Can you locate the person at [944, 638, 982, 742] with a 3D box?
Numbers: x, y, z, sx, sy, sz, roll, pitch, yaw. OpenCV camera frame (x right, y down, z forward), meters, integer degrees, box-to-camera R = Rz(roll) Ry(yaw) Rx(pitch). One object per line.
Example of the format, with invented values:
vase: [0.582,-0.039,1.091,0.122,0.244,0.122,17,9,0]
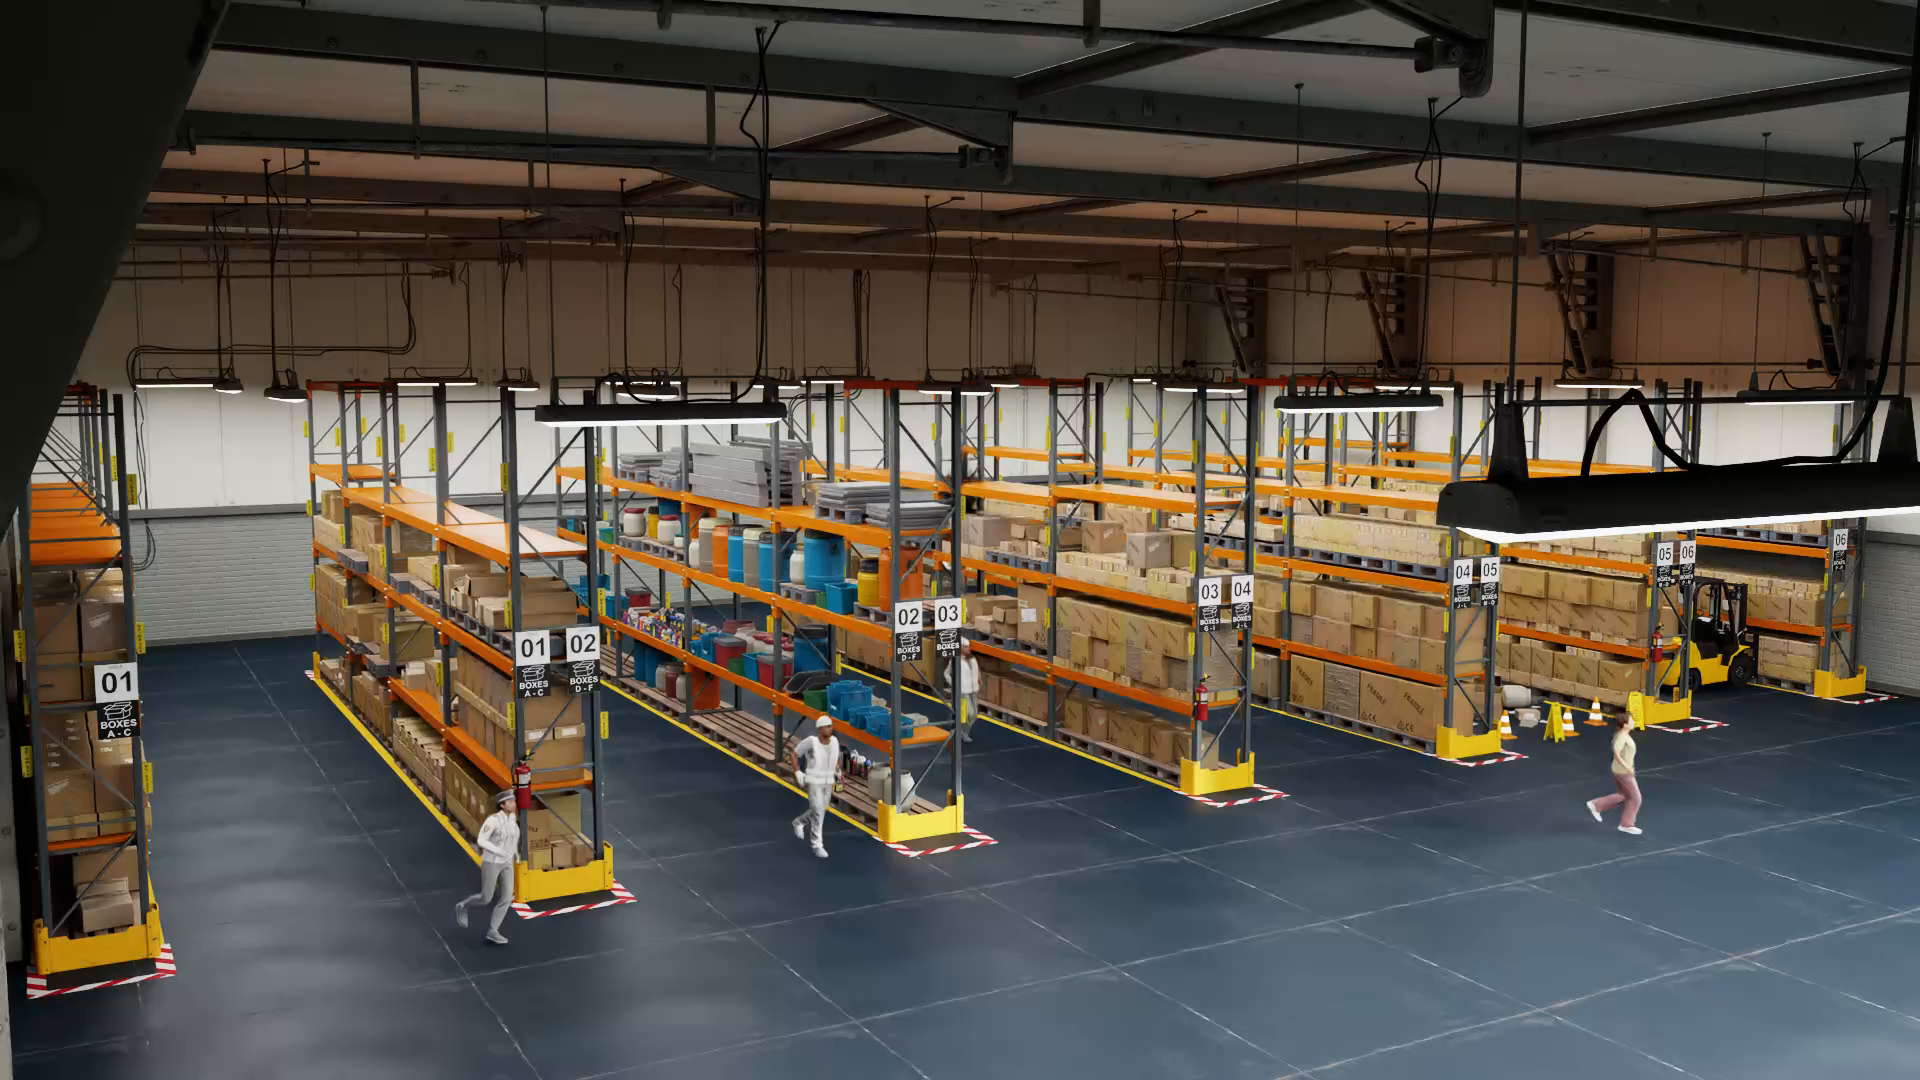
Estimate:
person: [0.124,2.500,27.541,0.652,1.724,0.571,-5,8,-38]

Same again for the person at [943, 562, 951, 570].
person: [-0.330,1.014,41.846,0.905,1.786,0.765,-4,7,-35]

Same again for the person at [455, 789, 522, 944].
person: [-5.148,3.568,18.490,0.774,1.634,0.639,4,7,32]

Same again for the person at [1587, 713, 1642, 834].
person: [8.880,3.137,22.492,0.714,1.642,0.599,2,6,15]

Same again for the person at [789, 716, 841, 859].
person: [-1.844,3.161,21.682,0.732,1.754,0.911,-5,8,-42]
